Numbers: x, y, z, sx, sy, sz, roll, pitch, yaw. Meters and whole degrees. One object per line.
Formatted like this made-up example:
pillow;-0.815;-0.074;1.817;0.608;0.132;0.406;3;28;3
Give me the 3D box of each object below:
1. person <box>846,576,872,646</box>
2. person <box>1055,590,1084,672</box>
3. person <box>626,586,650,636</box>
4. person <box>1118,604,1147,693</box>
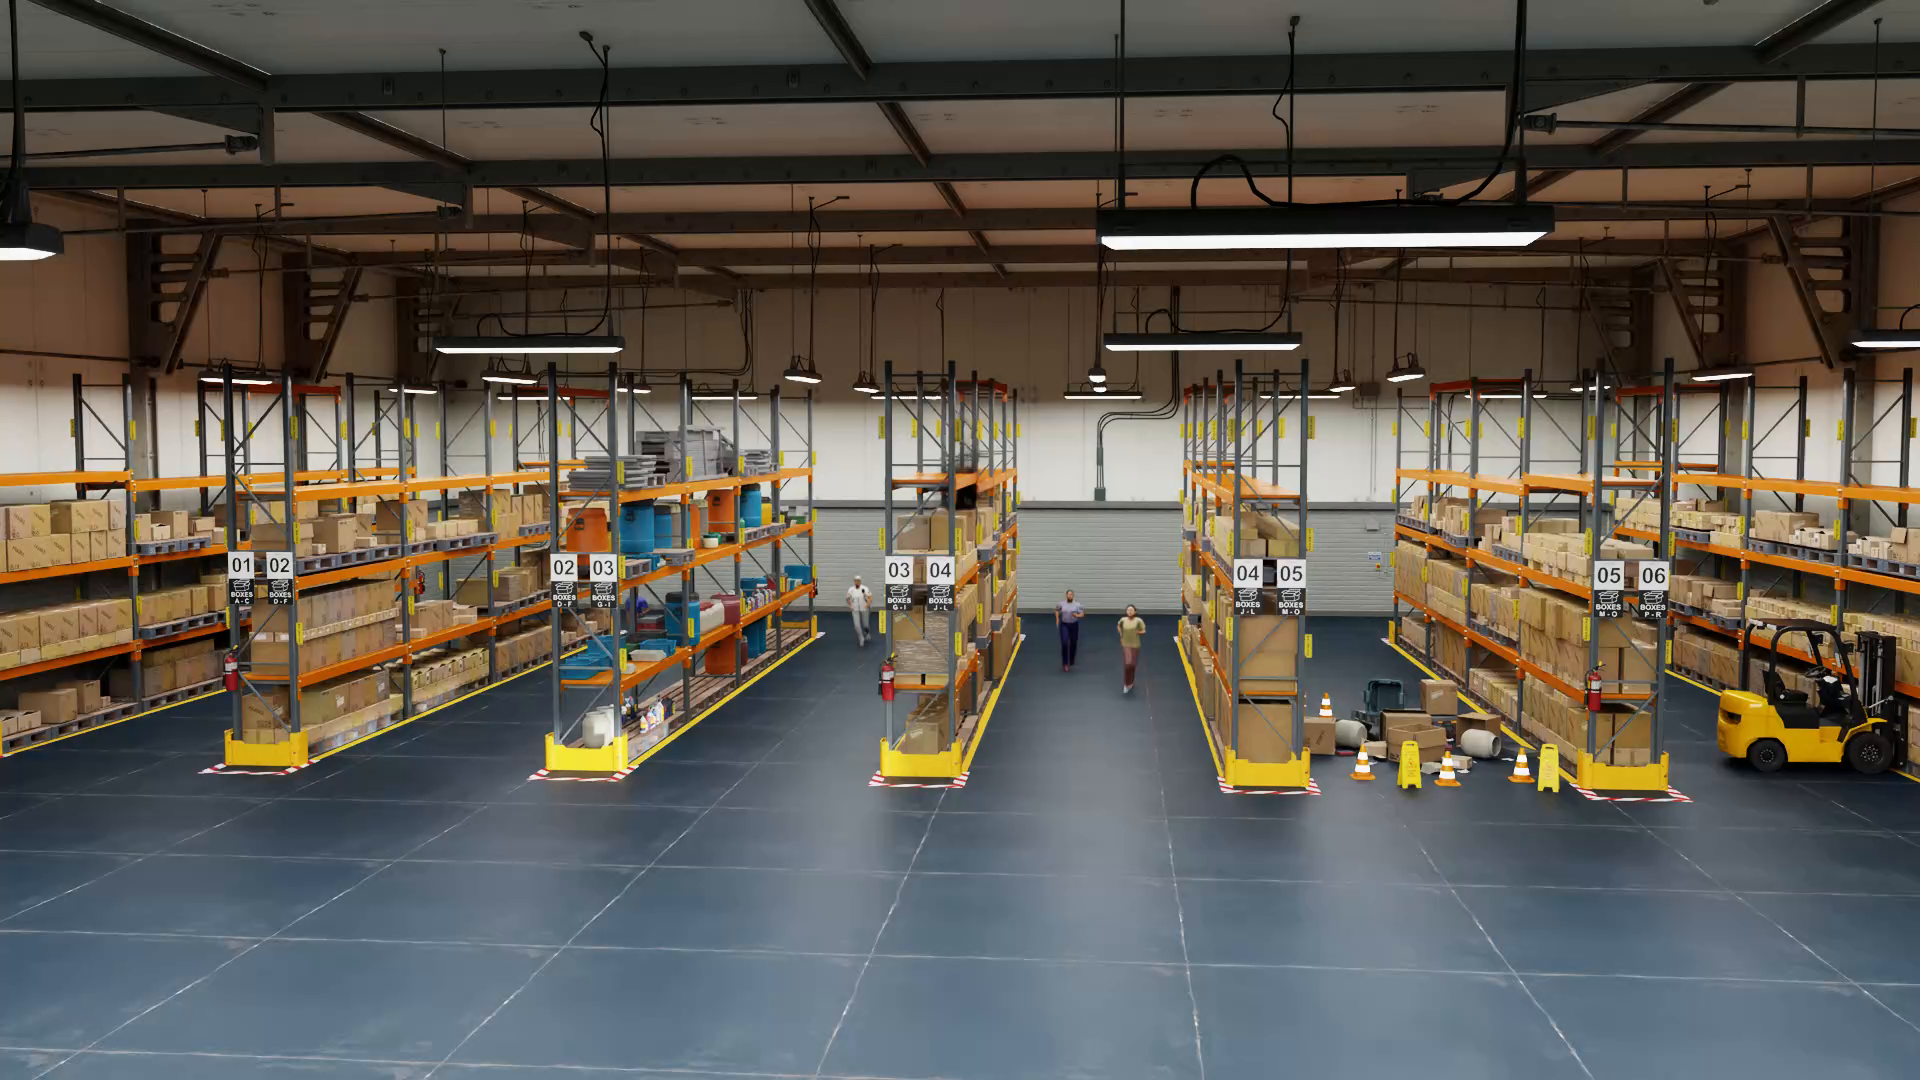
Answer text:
person;-2.363;1.647;38.904;0.627;1.636;0.593;0;4;0
person;2.295;1.880;34.862;0.588;1.689;0.846;0;4;-3
person;-6.968;1.834;35.946;0.587;1.722;0.709;1;4;8
person;3.303;2.085;31.917;0.546;1.725;0.717;0;4;3
